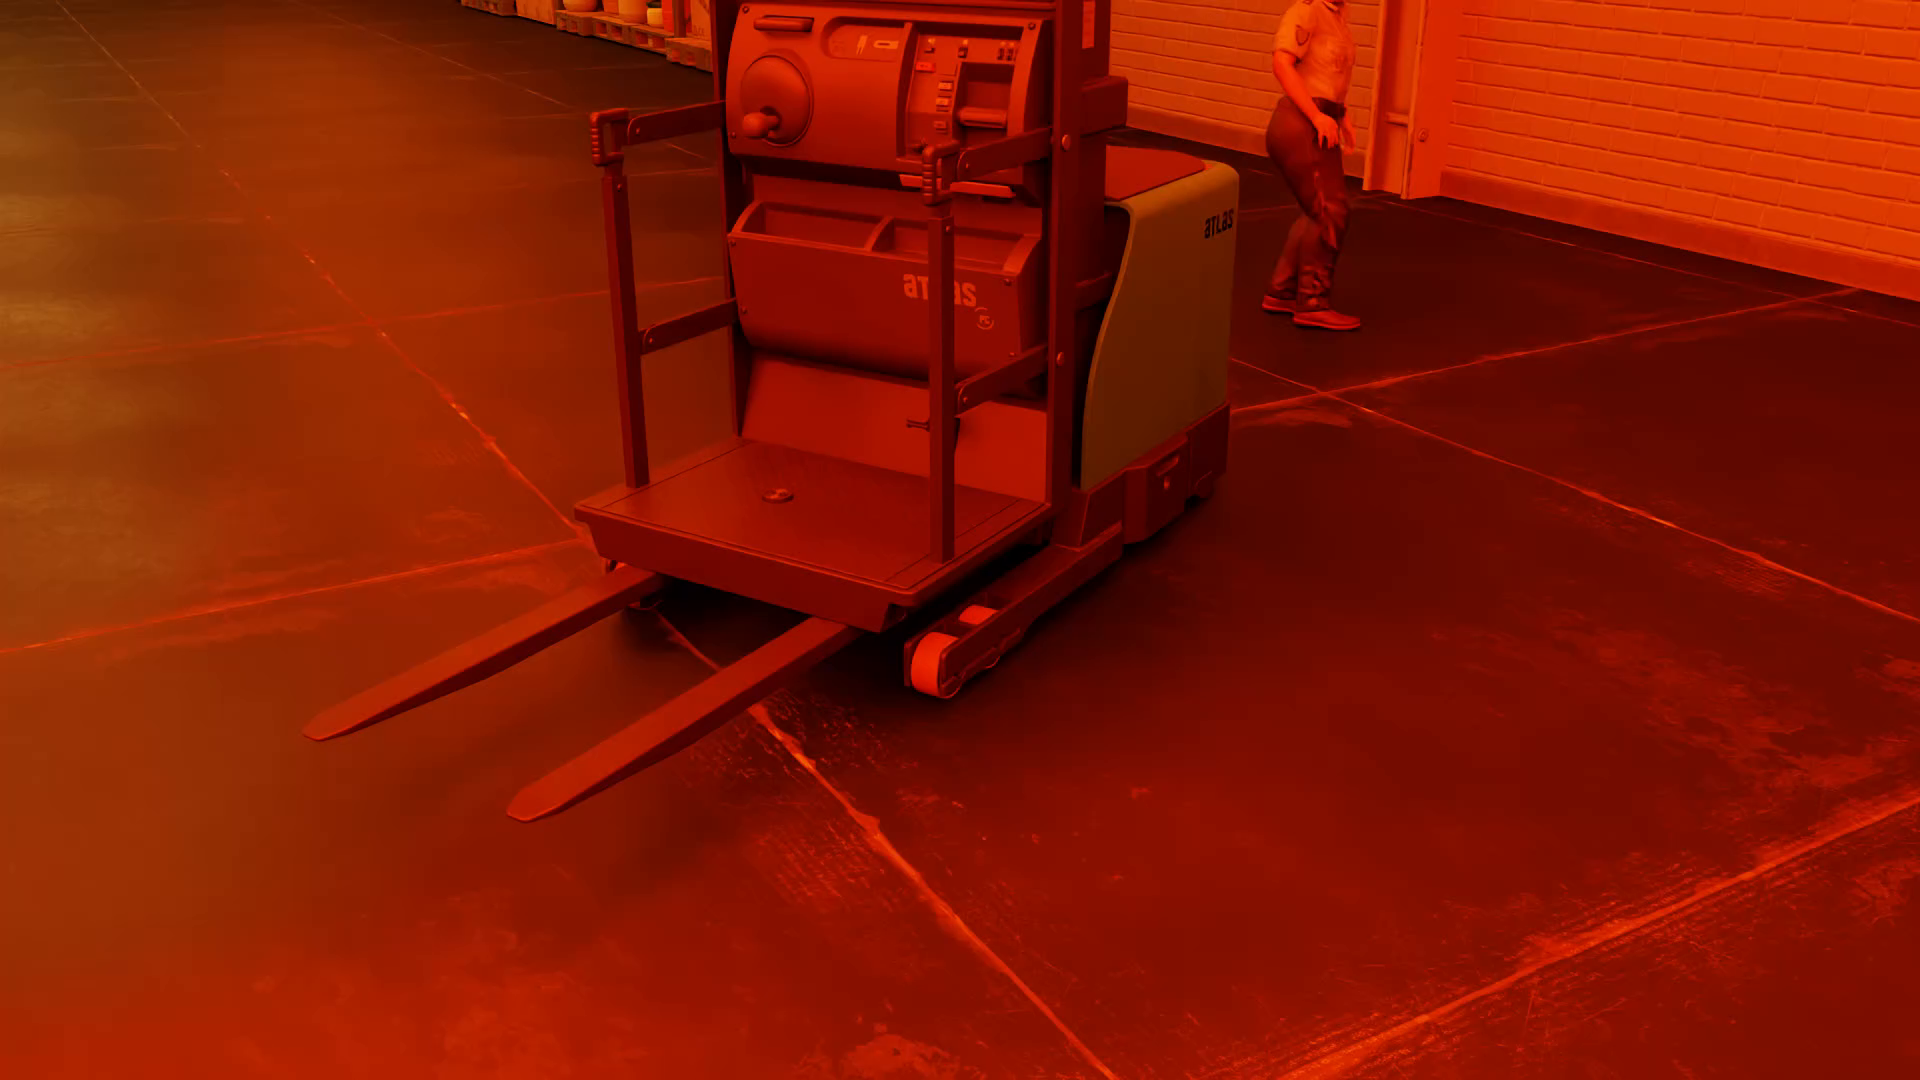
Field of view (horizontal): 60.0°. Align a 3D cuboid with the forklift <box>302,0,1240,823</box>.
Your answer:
[{"bbox_3d":[-0.323,-1.159,4.099,1.130,2.935,3.031,13,26,29],"label":"forklift"}]

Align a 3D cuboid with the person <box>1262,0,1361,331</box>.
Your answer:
[{"bbox_3d":[1.611,-1.773,7.334,0.486,1.624,0.674,7,23,17],"label":"person"}]
